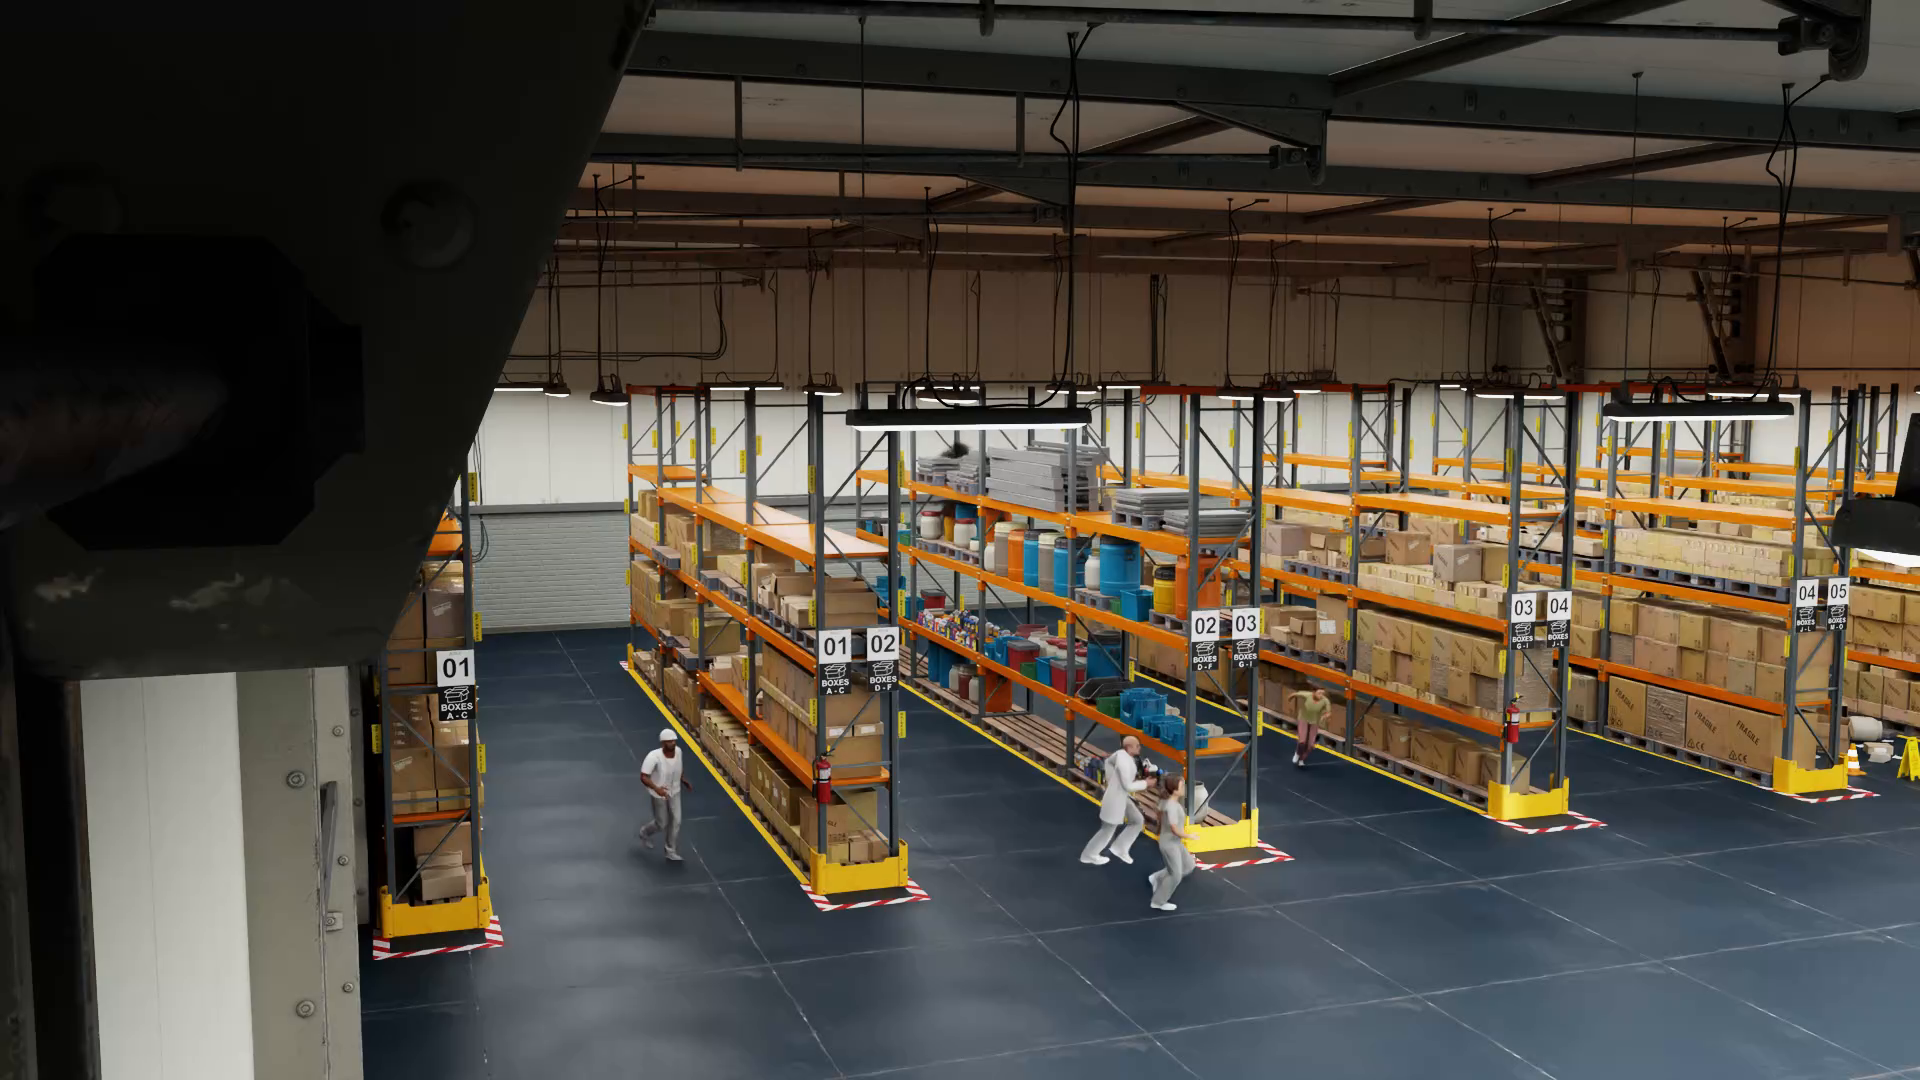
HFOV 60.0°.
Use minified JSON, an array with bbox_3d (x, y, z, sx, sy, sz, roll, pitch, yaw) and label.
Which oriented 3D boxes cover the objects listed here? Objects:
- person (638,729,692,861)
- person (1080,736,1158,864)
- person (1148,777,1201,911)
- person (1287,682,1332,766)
[{"bbox_3d":[-3.876,3.263,21.520,0.705,1.716,0.788,-6,8,-44],"label":"person"},{"bbox_3d":[2.009,3.304,21.028,0.984,1.703,0.619,2,6,15],"label":"person"},{"bbox_3d":[2.501,3.537,19.356,0.606,1.608,0.545,1,6,7],"label":"person"},{"bbox_3d":[5.517,2.906,26.181,0.596,1.436,0.904,0,6,0],"label":"person"}]
